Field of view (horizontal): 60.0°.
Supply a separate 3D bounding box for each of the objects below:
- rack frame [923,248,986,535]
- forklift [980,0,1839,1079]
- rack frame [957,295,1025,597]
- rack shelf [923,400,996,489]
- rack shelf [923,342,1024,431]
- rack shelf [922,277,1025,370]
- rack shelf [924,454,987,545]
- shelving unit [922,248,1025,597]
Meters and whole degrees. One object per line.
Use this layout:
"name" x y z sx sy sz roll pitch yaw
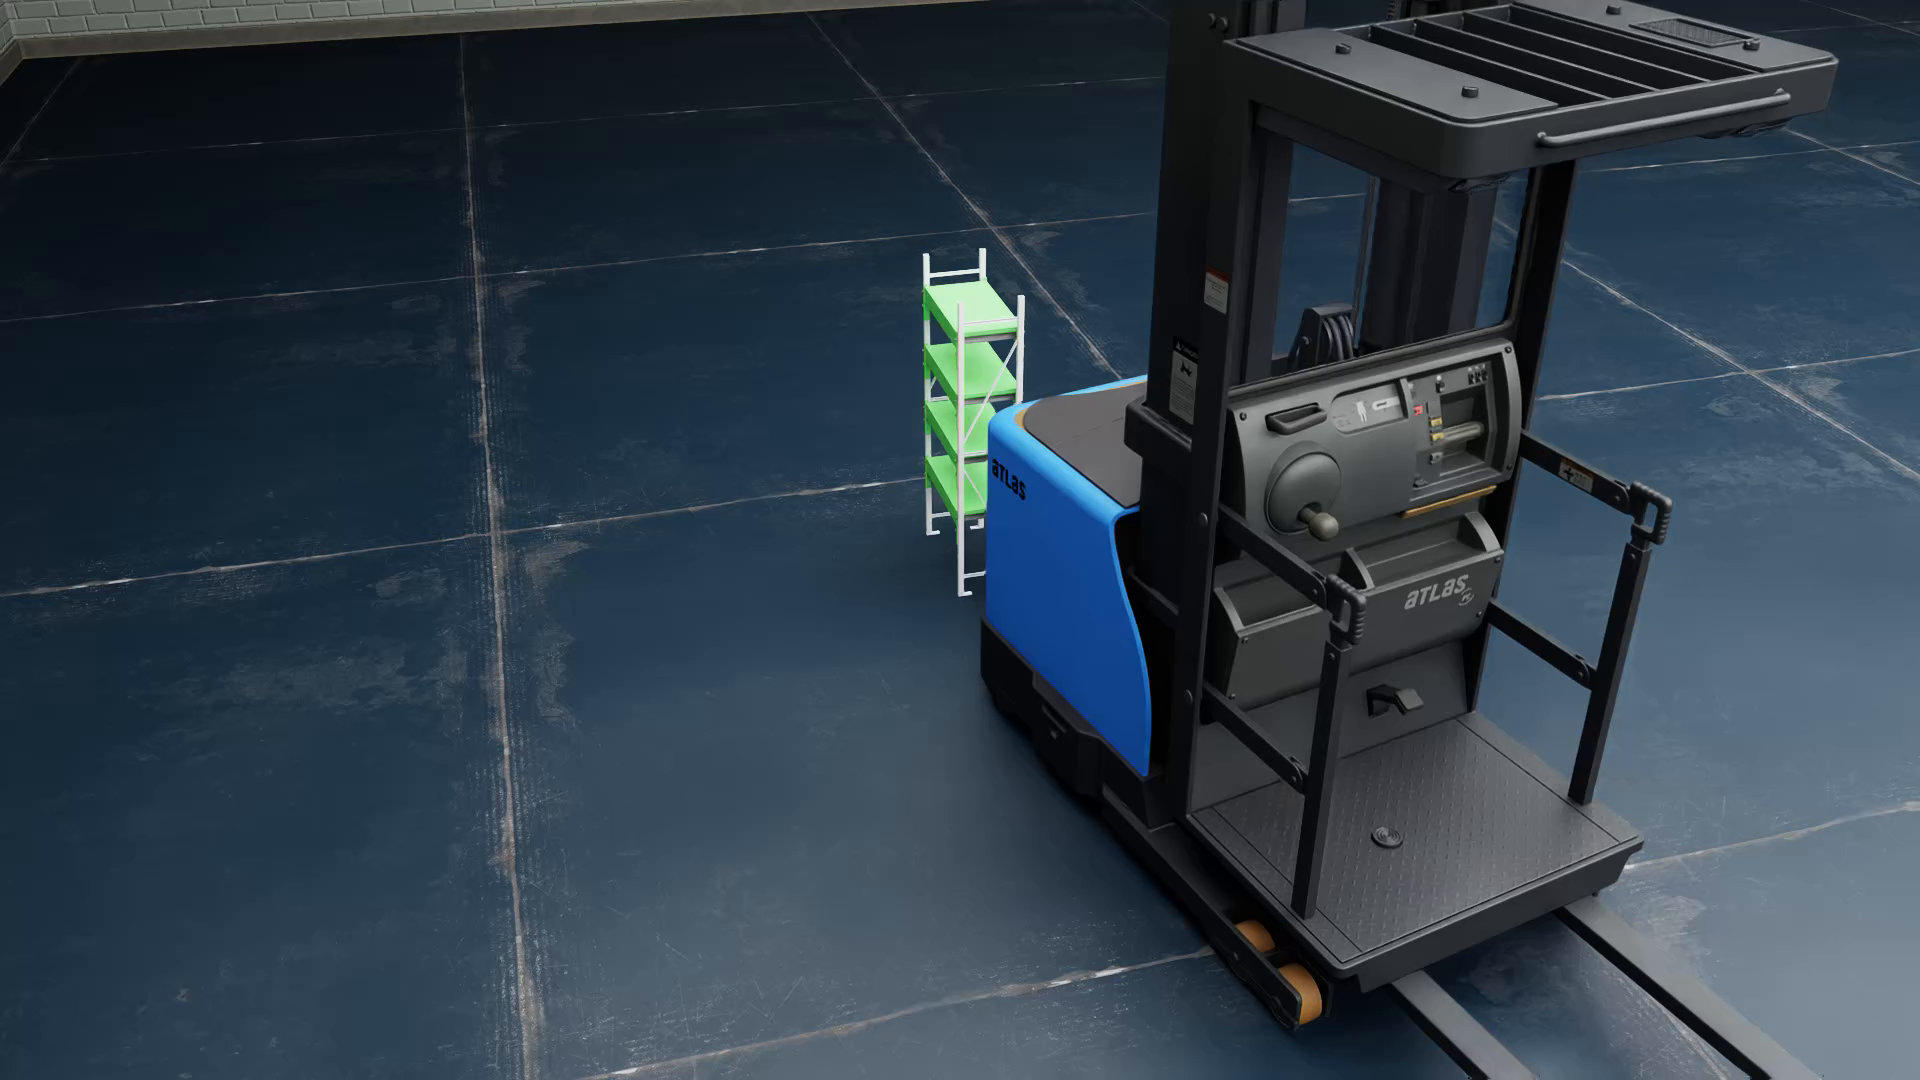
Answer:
"rack frame" -0.021 -0.557 6.515 0.240 1.200 0.015 -8 31 -13
"forklift" 1.207 -0.216 4.198 1.130 2.935 3.031 -15 33 -24
"rack frame" 0.109 -0.321 6.108 0.240 1.200 0.015 -8 31 -13
"rack shelf" 0.044 -0.384 6.343 0.258 0.148 0.480 -8 31 -13
"rack shelf" 0.044 -0.592 6.223 0.258 0.148 0.480 -8 31 -13
"rack shelf" 0.044 -0.799 6.103 0.258 0.148 0.480 -8 31 -13
"rack shelf" 0.044 -0.176 6.464 0.258 0.148 0.480 -8 31 -13
"shelving unit" 0.044 -0.439 6.311 0.258 1.200 0.503 -8 31 -13
